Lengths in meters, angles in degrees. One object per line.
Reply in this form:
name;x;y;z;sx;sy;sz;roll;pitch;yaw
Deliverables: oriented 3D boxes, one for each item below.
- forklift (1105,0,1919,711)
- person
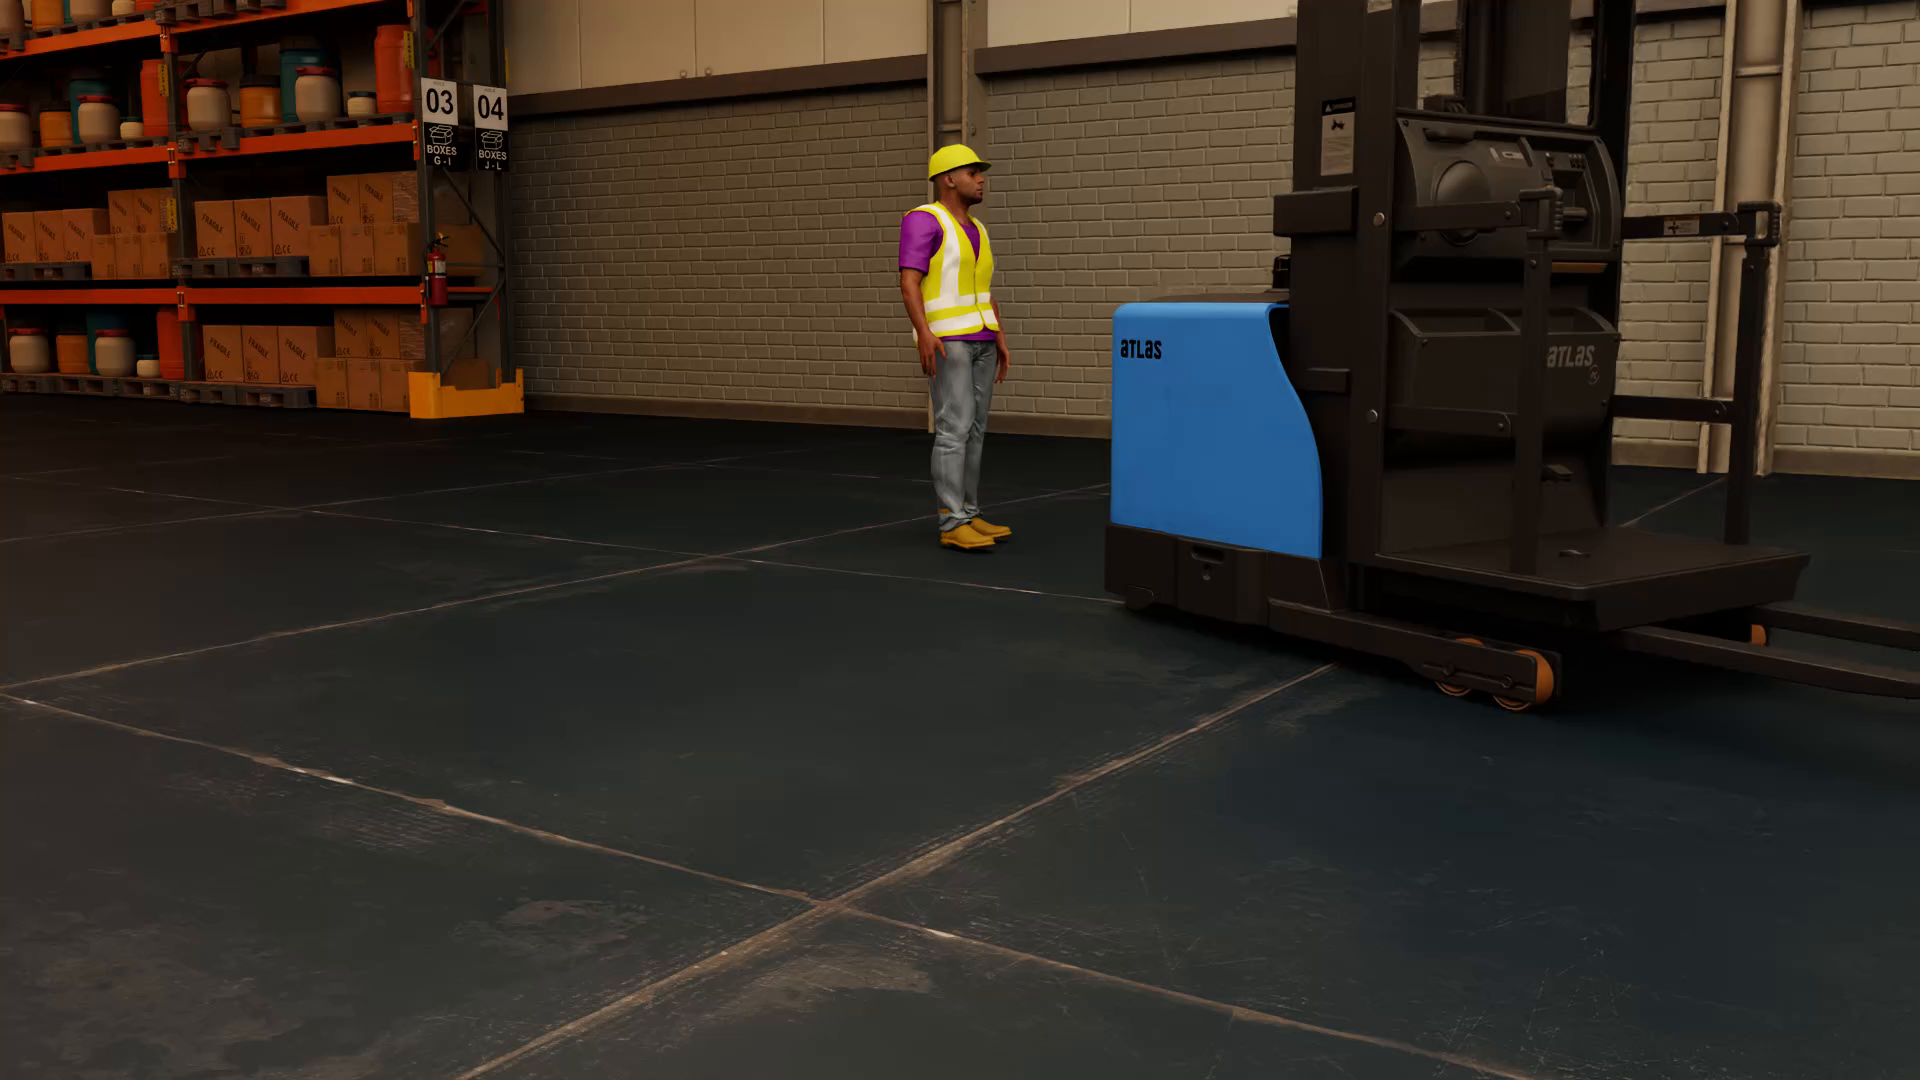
forklift;1.750;-1.073;4.736;1.130;2.935;3.031;-5;10;-34
person;0.055;-0.876;7.435;0.575;1.768;0.665;5;10;34
